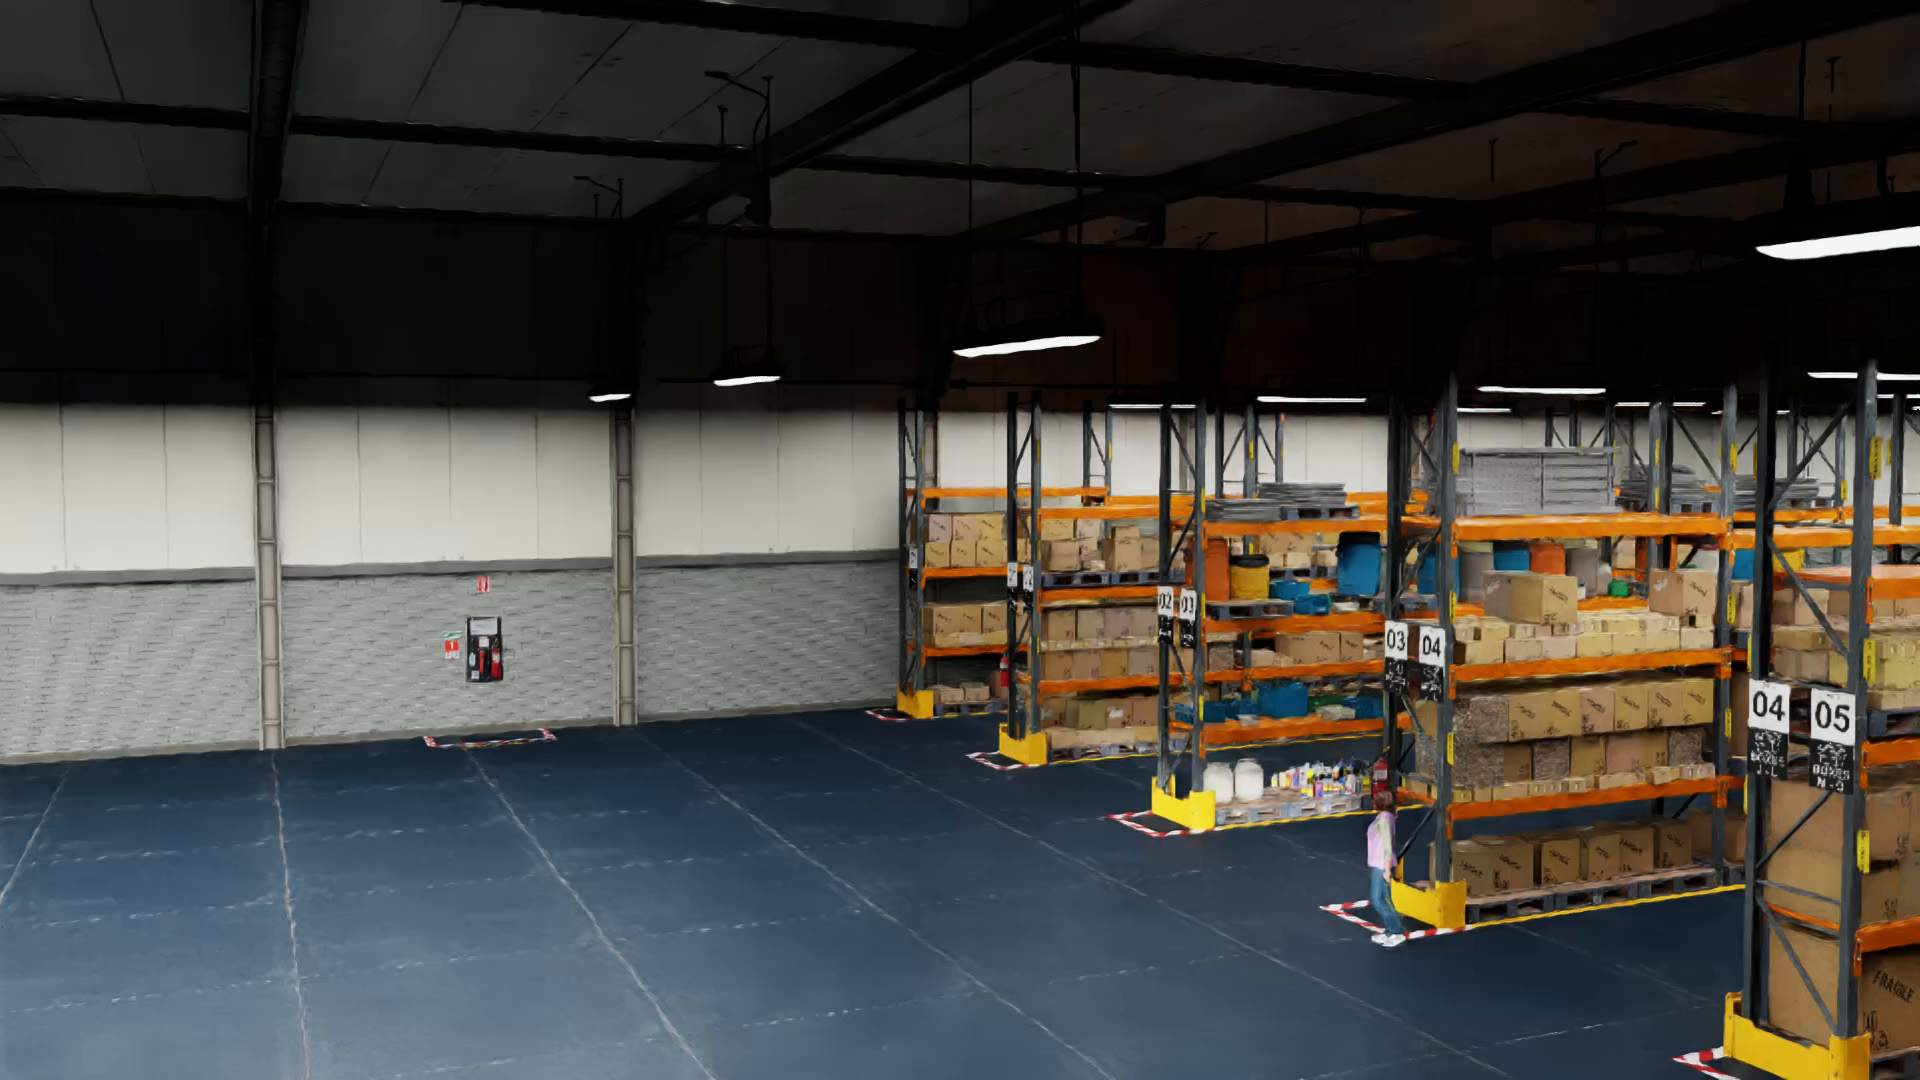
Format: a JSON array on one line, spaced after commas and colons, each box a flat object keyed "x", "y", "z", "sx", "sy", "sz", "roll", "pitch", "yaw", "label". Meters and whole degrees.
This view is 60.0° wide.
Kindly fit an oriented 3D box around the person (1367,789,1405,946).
[{"x": 4.390, "y": 3.365, "z": 17.086, "sx": 0.410, "sy": 1.583, "sz": 0.526, "roll": 1, "pitch": 4, "yaw": 23, "label": "person"}]

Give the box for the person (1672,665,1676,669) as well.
[{"x": 15.155, "y": 2.168, "z": 35.573, "sx": 0.626, "sy": 1.792, "sz": 0.402, "roll": -1, "pitch": 3, "yaw": -9, "label": "person"}]
